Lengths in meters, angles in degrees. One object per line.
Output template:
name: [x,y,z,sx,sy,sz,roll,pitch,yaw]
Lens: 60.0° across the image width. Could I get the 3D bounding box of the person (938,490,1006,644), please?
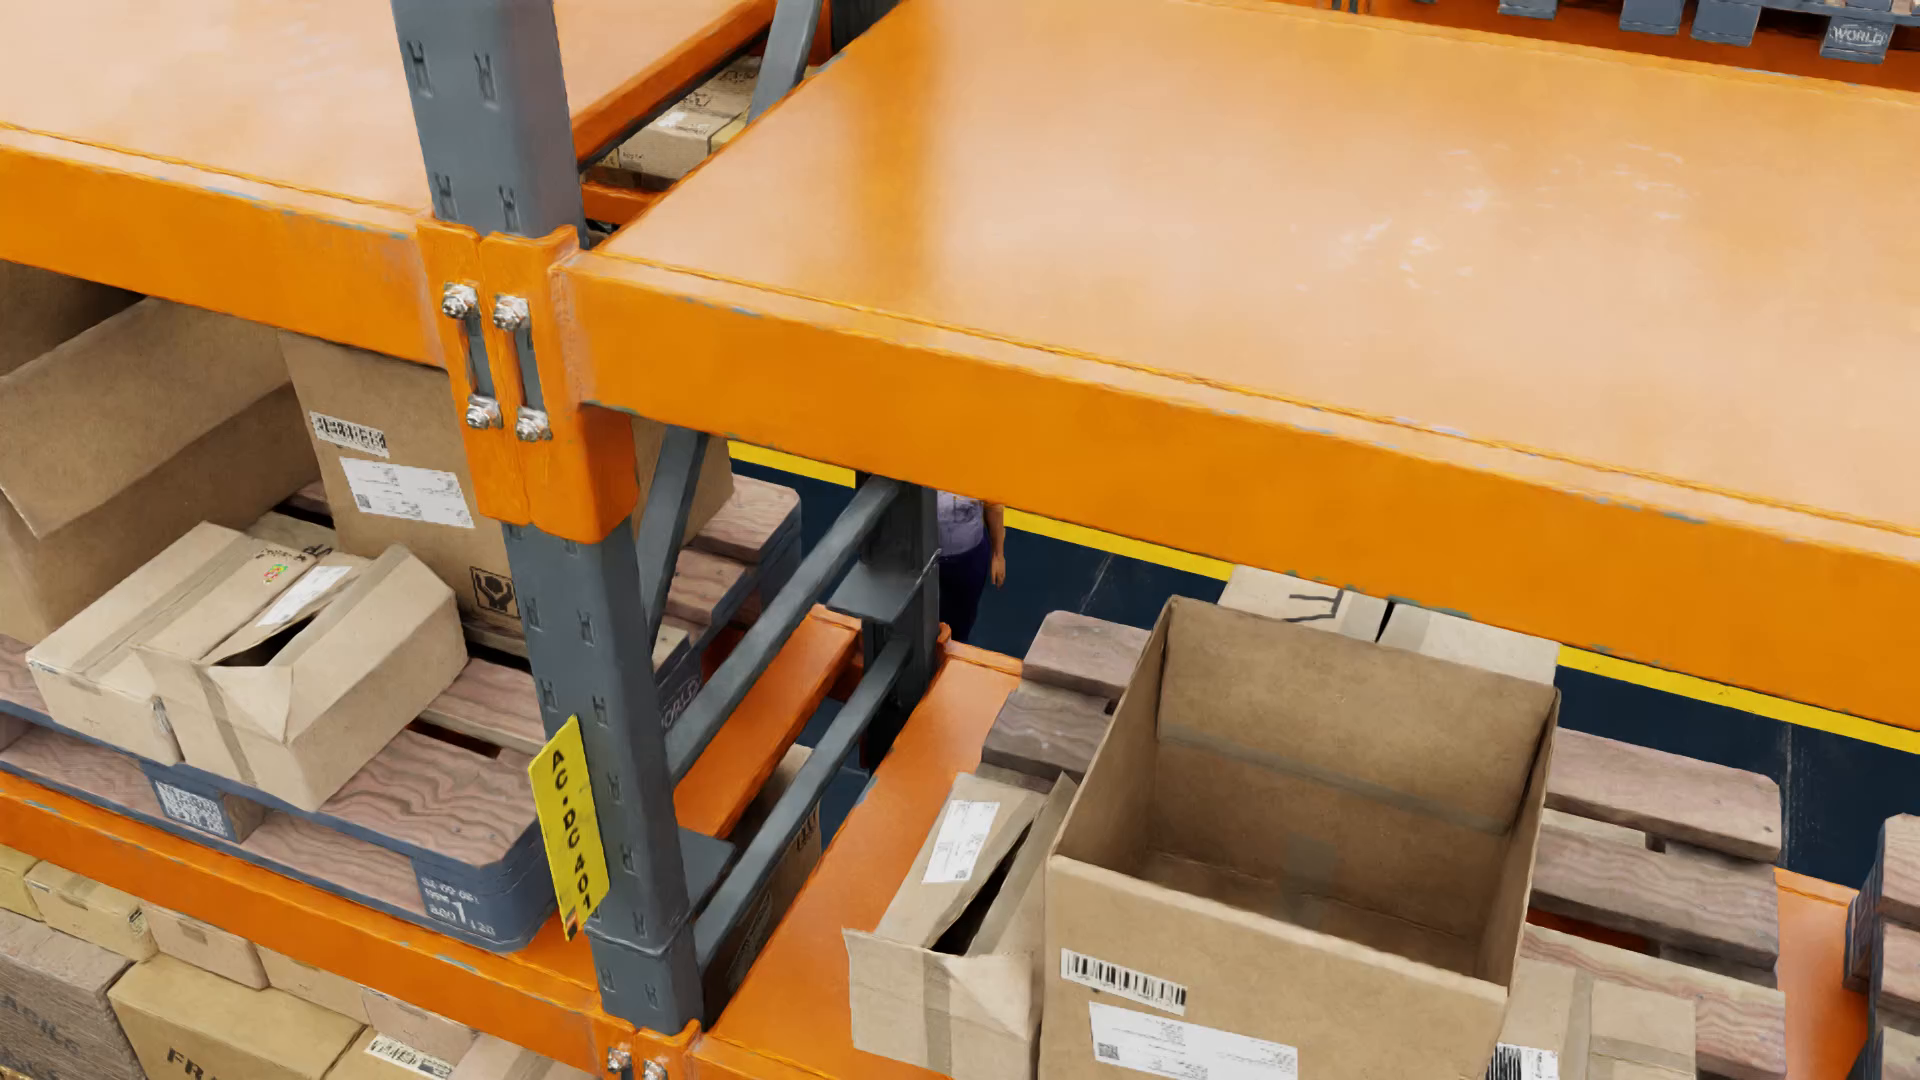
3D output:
person: [-0.103,0.062,6.600,0.584,1.625,0.602,-7,38,-8]
